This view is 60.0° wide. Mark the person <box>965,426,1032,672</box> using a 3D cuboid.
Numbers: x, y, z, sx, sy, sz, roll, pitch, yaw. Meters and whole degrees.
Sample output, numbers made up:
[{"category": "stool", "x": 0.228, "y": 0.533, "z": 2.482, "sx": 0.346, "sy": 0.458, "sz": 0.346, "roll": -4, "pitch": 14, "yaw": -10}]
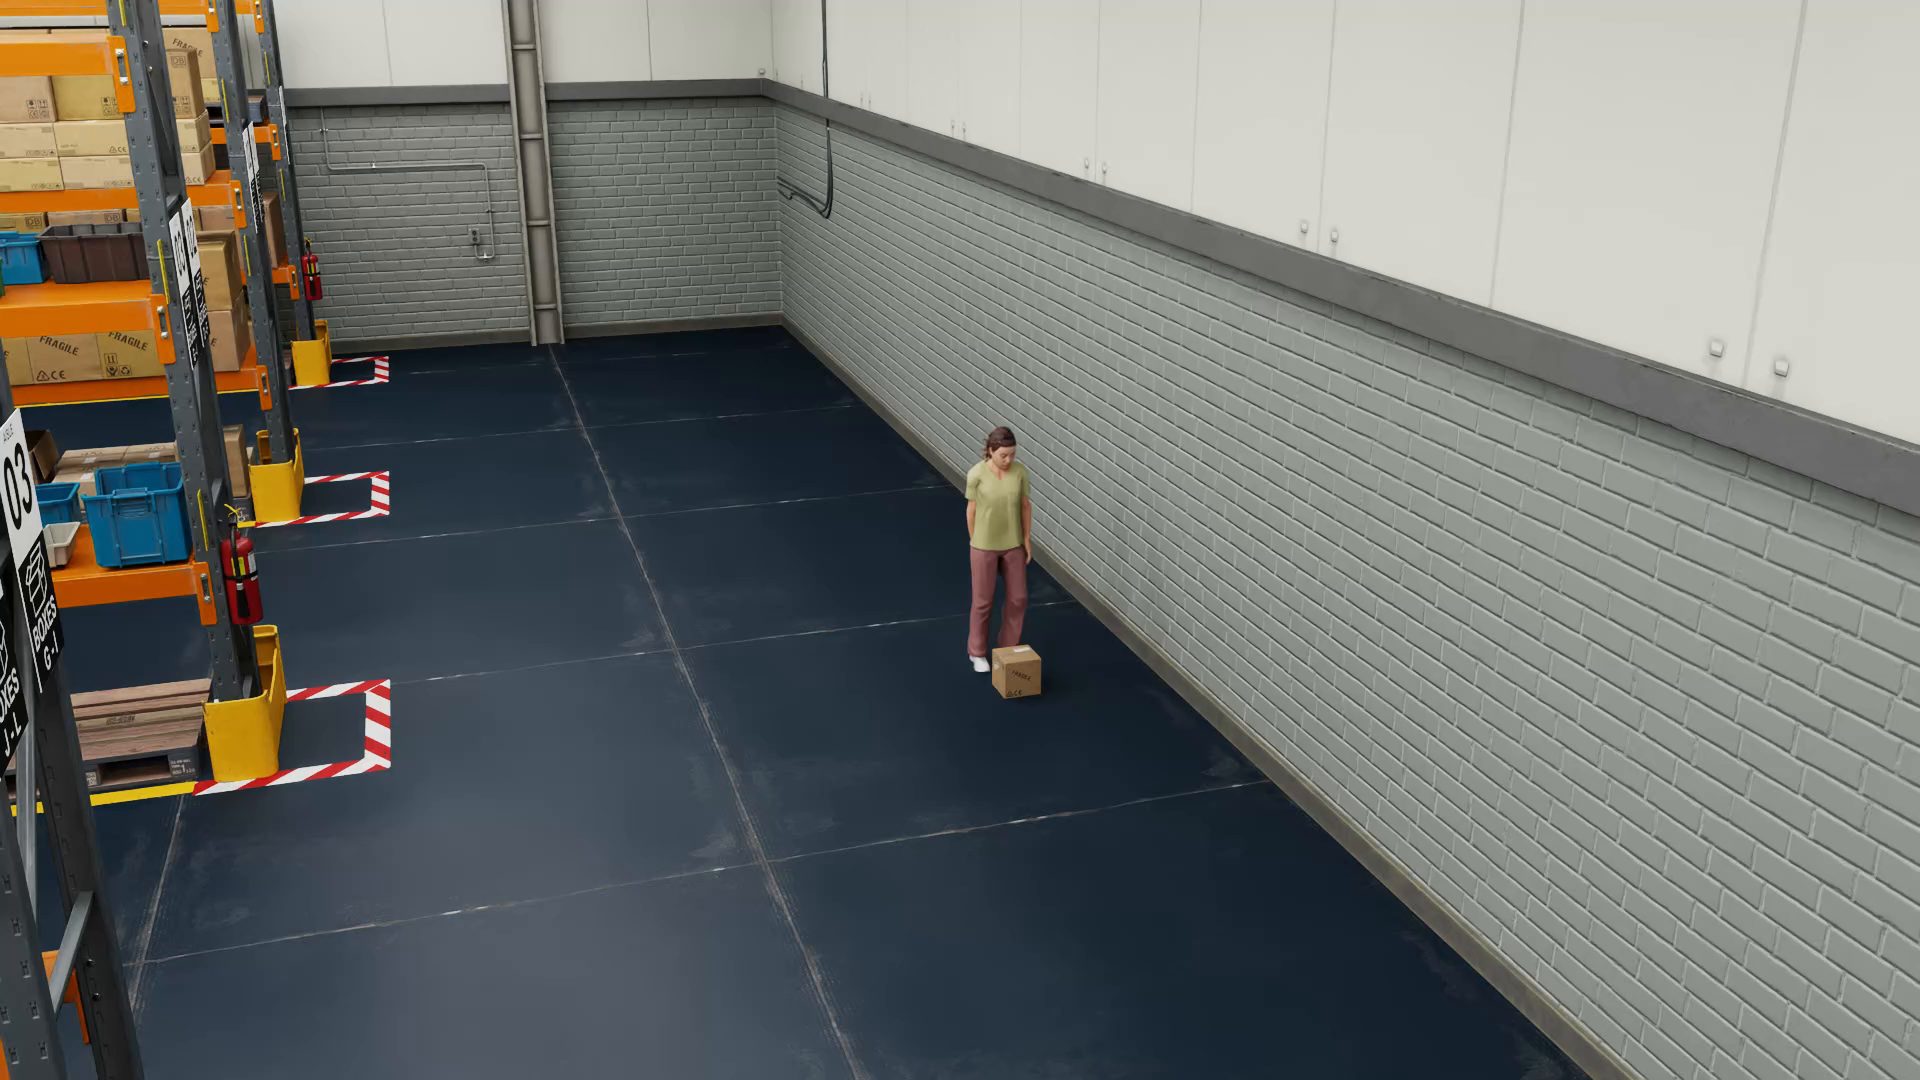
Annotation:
[{"category": "person", "x": 0.261, "y": 0.044, "z": 10.972, "sx": 0.452, "sy": 1.667, "sz": 0.361, "roll": -6, "pitch": 20, "yaw": -16}]
